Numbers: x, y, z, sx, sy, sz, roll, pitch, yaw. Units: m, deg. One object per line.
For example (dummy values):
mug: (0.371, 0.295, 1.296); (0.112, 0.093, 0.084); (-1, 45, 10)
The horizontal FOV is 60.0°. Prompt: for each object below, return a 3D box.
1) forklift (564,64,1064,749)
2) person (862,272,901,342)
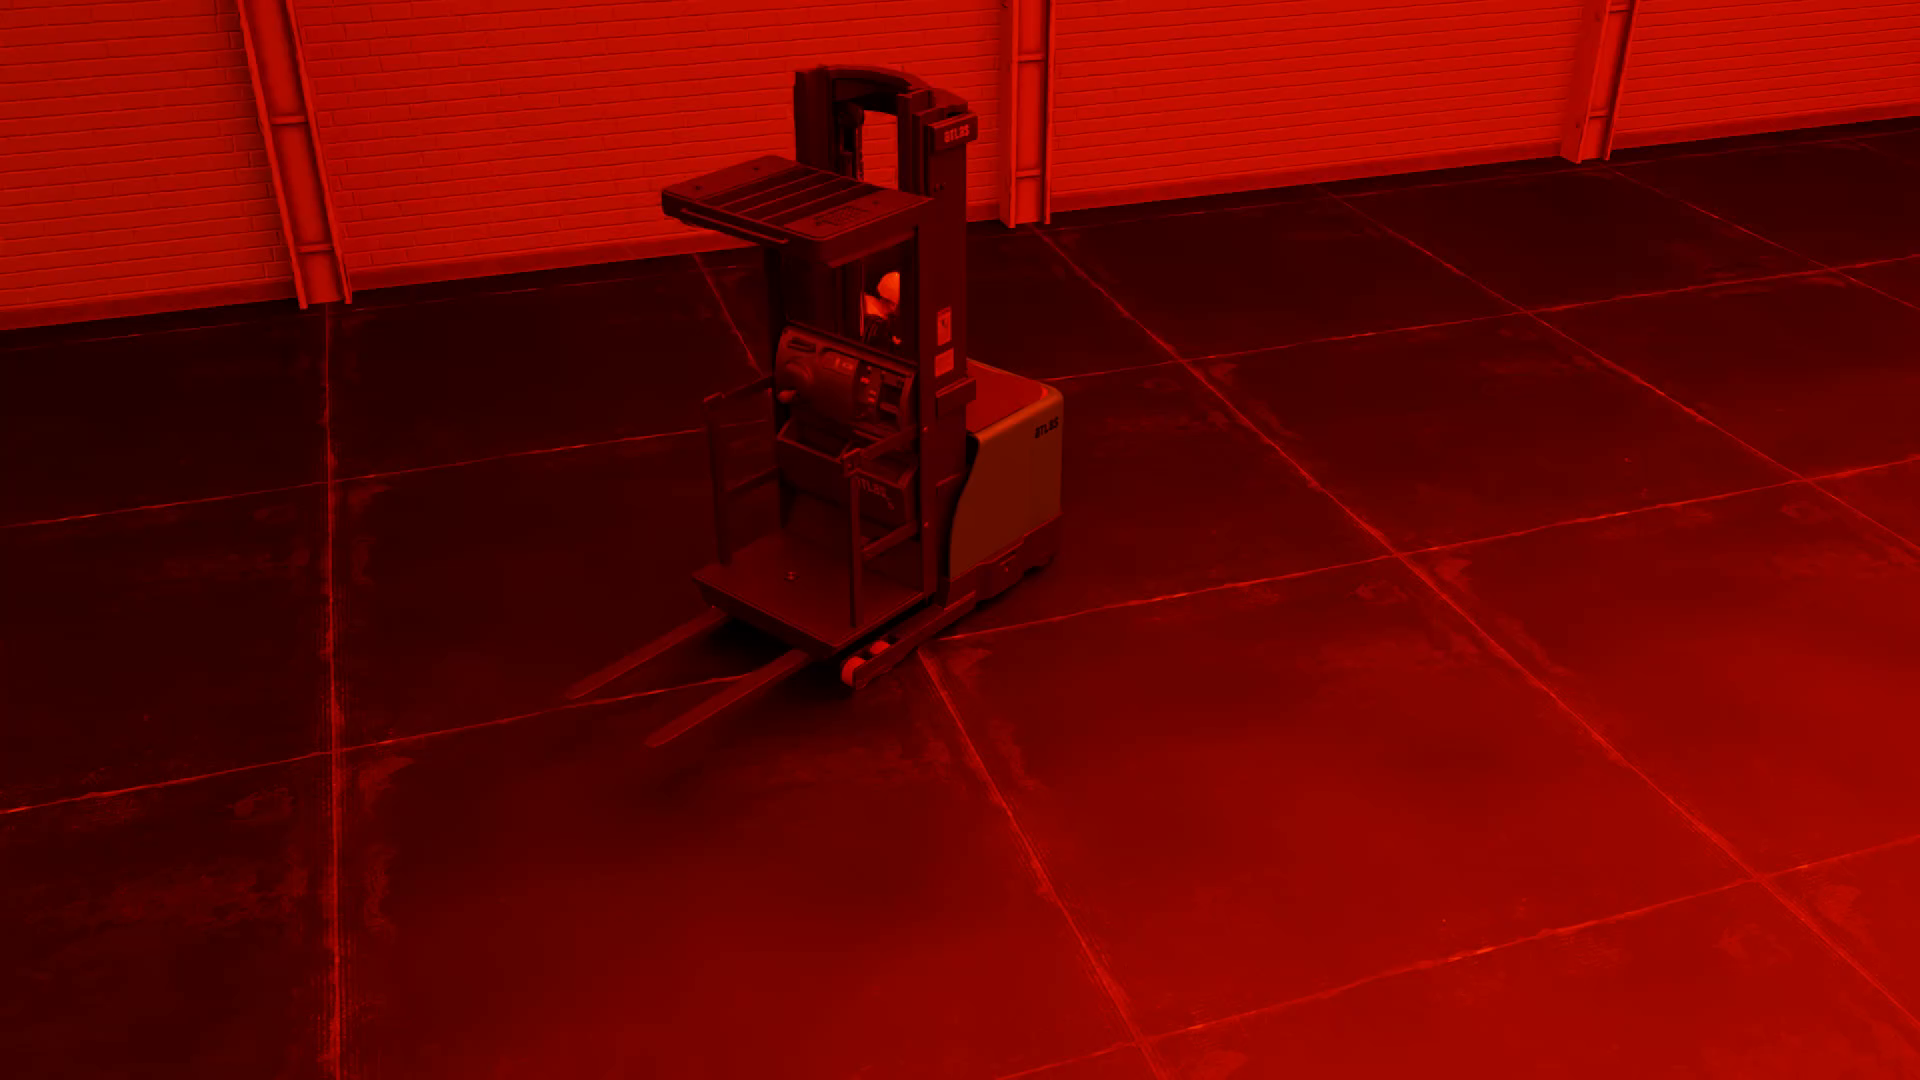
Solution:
forklift: (-0.736, -0.777, 8.437); (1.130, 2.935, 3.031); (23, 37, 34)
person: (-0.363, -1.032, 10.408); (0.964, 1.497, 1.084); (-4, 30, -7)
